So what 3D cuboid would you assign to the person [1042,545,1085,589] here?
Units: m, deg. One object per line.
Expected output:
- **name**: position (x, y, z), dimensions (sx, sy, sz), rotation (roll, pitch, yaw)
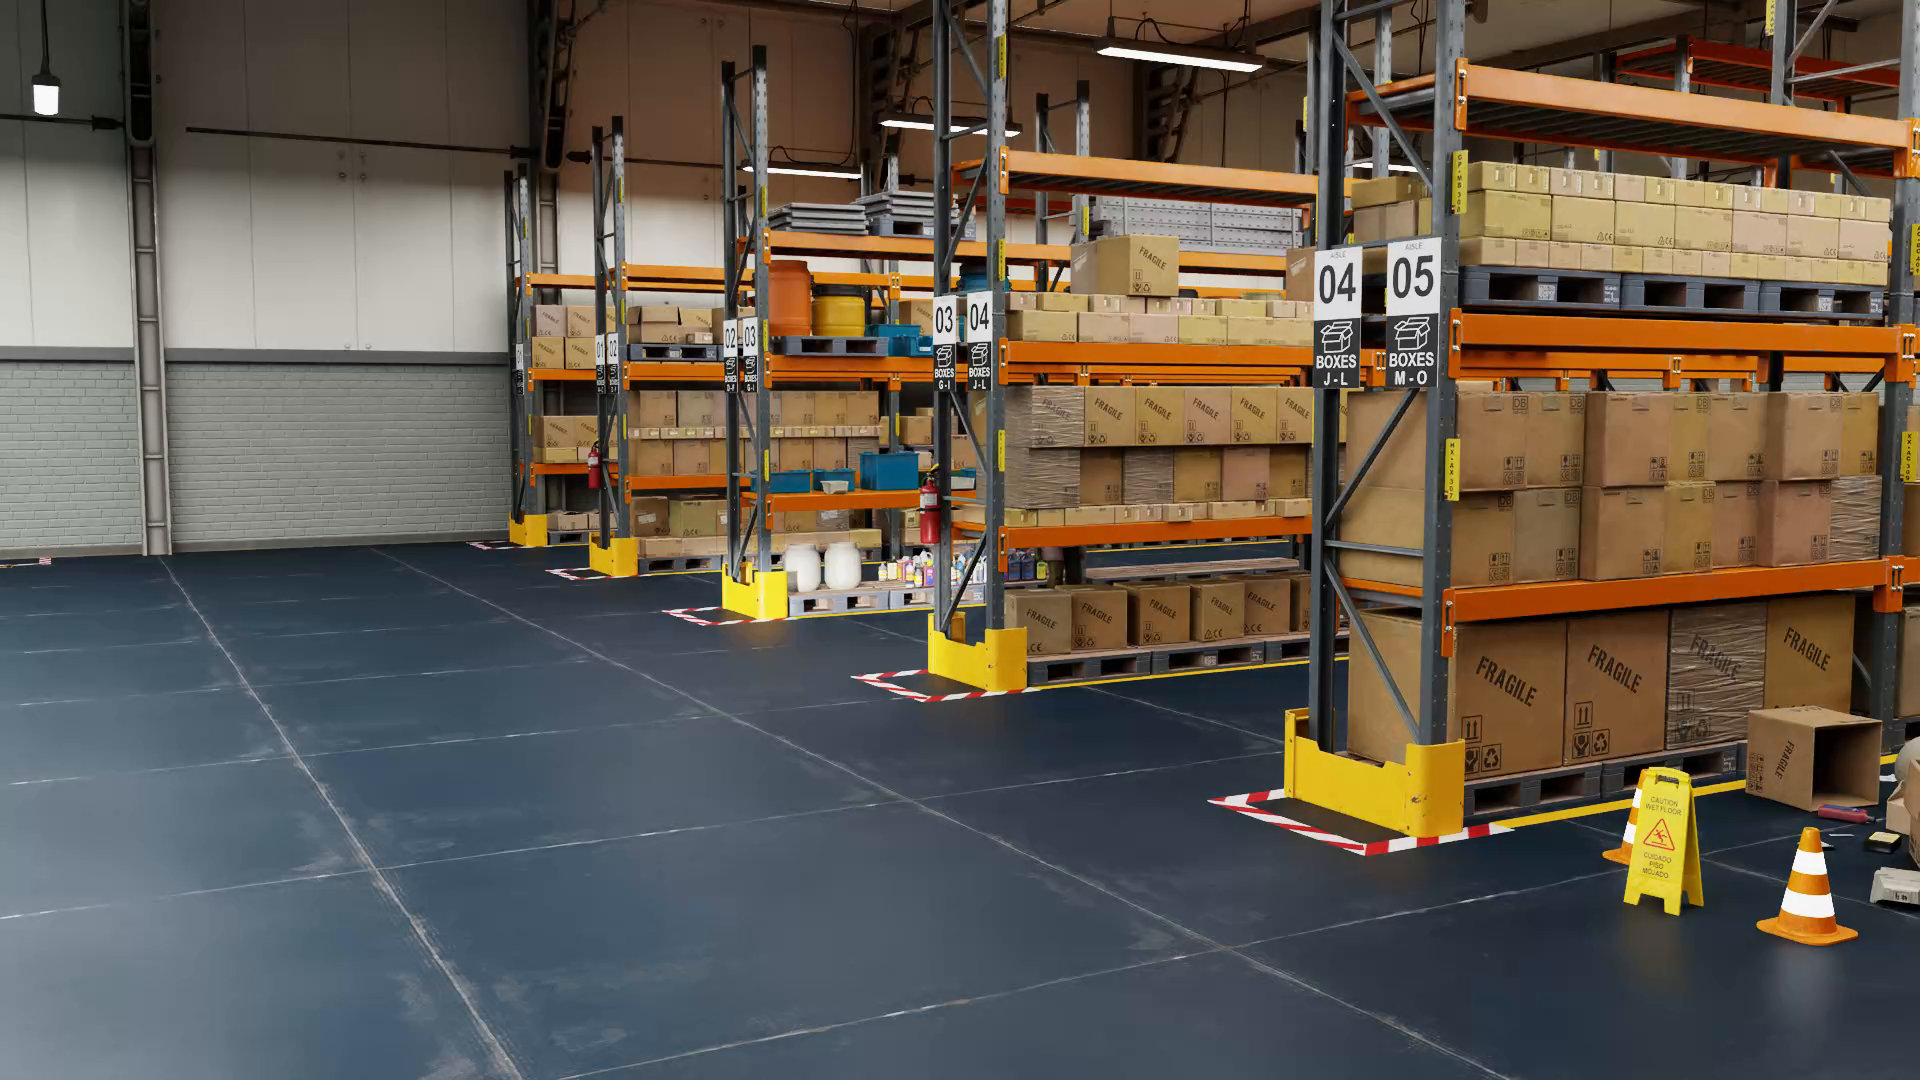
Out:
- **person**: position (1.107, 0.006, 17.130), dimensions (0.527, 1.771, 0.553), rotation (-3, 6, -28)
